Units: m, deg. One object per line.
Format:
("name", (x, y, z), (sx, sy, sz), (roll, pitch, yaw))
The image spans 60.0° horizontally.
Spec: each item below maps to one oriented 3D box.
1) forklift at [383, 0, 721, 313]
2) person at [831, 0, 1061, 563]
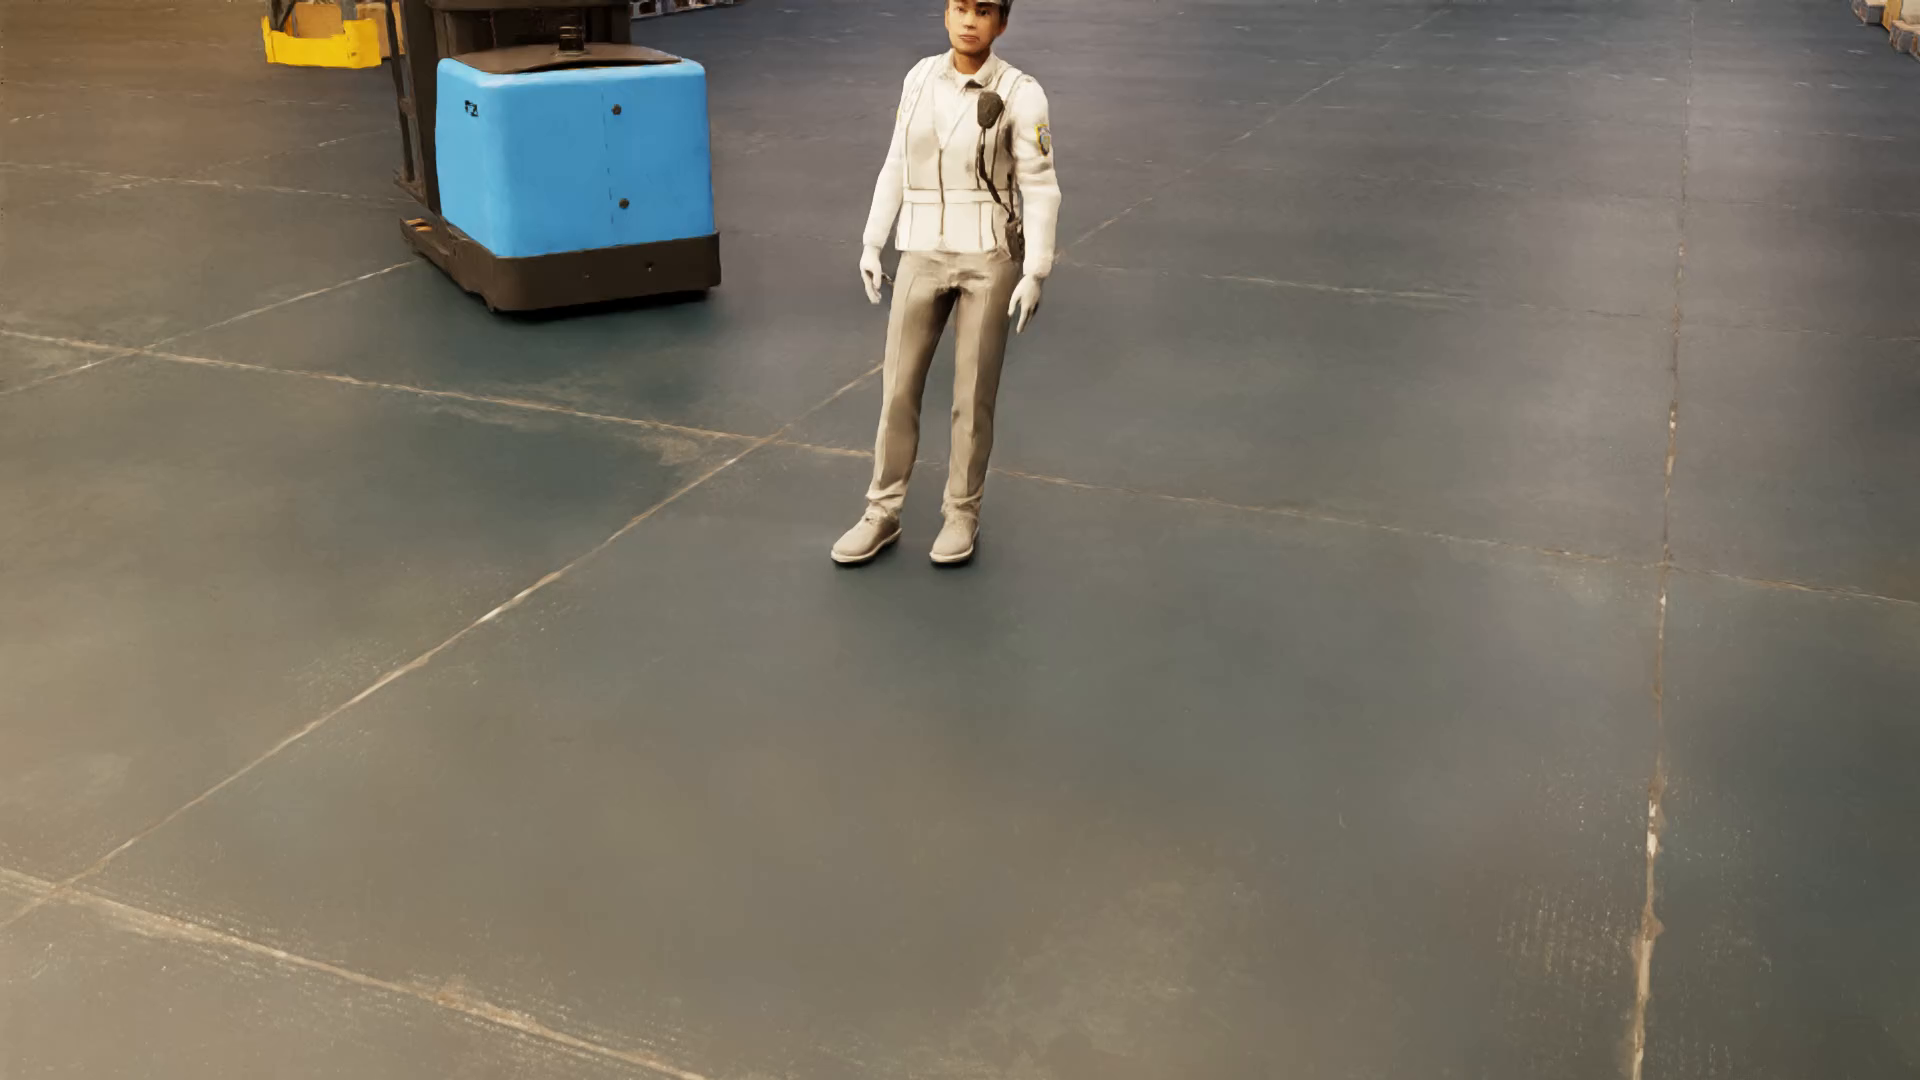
("forklift", (-2.281, -2.884, 8.191), (1.130, 2.935, 3.031), (-12, 26, -27))
("person", (-0.032, -0.764, 4.709), (0.586, 1.692, 0.533), (9, 24, 21))
